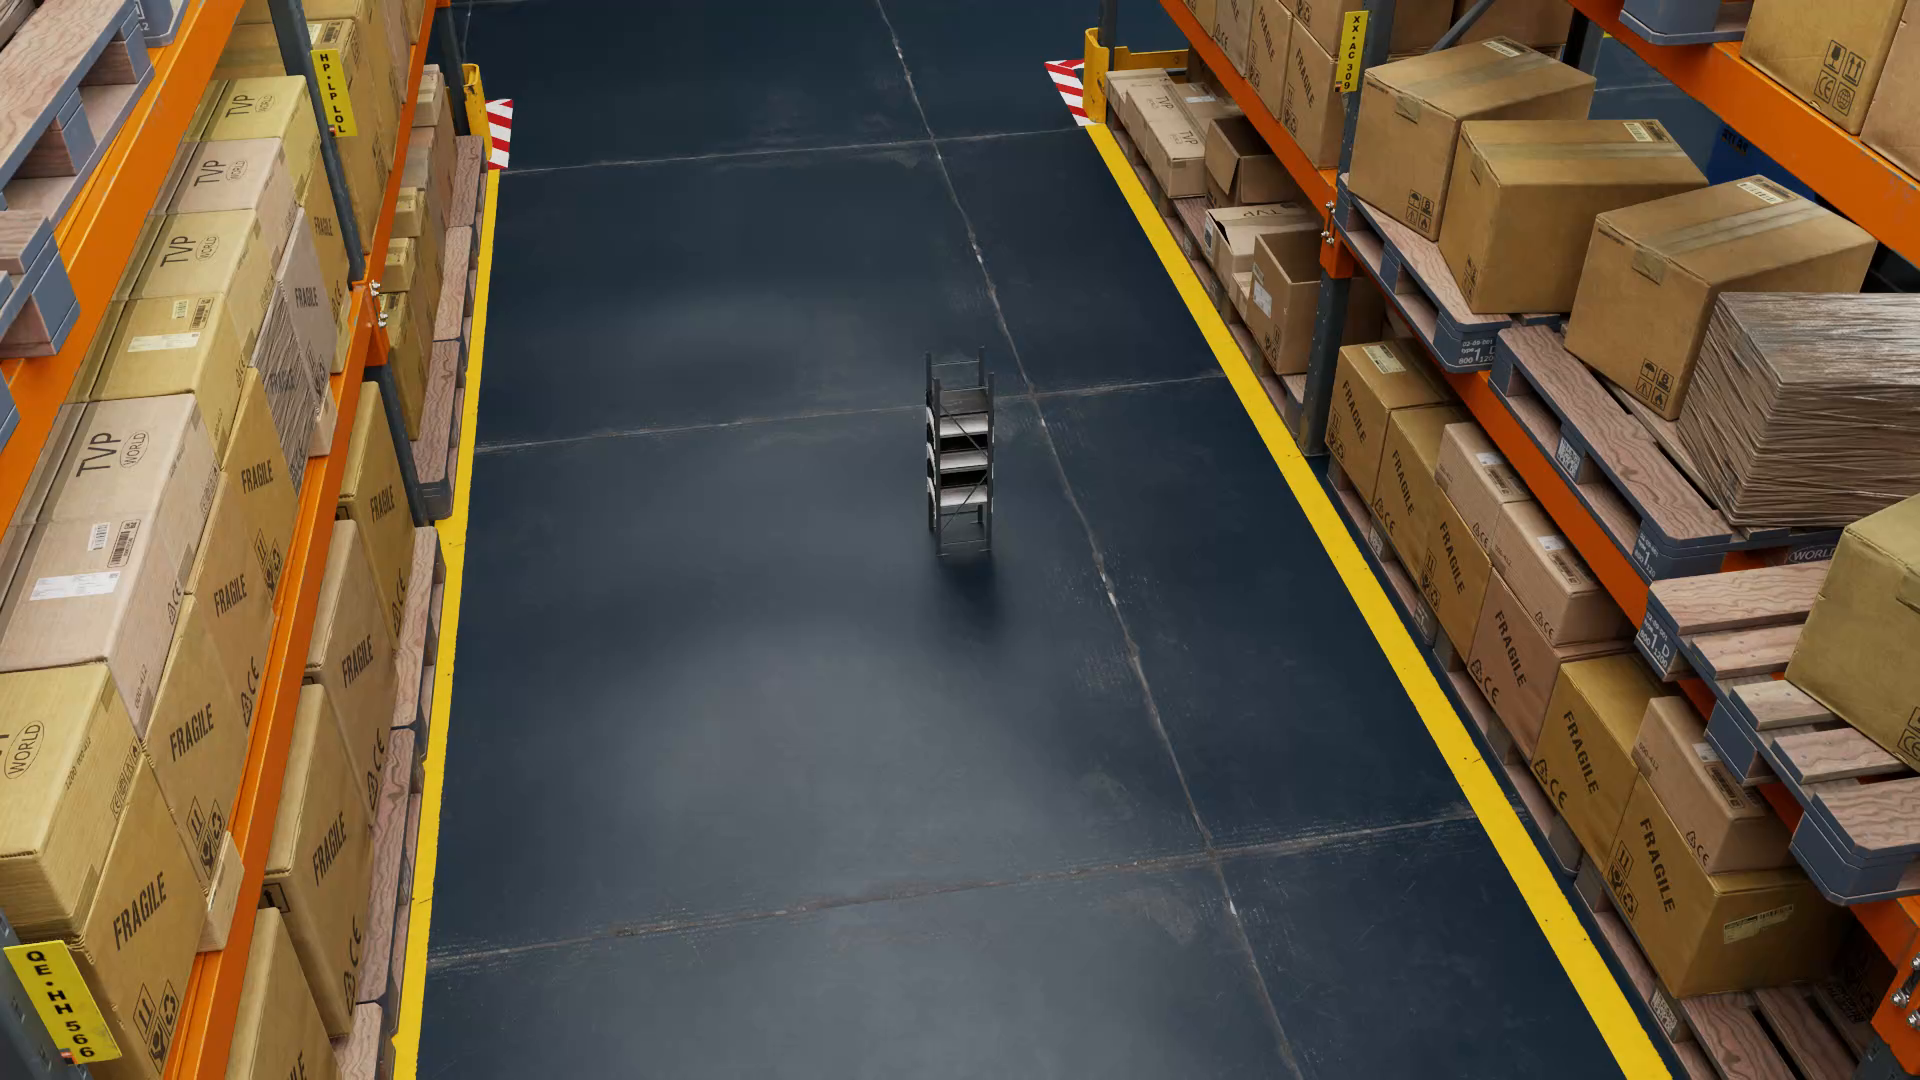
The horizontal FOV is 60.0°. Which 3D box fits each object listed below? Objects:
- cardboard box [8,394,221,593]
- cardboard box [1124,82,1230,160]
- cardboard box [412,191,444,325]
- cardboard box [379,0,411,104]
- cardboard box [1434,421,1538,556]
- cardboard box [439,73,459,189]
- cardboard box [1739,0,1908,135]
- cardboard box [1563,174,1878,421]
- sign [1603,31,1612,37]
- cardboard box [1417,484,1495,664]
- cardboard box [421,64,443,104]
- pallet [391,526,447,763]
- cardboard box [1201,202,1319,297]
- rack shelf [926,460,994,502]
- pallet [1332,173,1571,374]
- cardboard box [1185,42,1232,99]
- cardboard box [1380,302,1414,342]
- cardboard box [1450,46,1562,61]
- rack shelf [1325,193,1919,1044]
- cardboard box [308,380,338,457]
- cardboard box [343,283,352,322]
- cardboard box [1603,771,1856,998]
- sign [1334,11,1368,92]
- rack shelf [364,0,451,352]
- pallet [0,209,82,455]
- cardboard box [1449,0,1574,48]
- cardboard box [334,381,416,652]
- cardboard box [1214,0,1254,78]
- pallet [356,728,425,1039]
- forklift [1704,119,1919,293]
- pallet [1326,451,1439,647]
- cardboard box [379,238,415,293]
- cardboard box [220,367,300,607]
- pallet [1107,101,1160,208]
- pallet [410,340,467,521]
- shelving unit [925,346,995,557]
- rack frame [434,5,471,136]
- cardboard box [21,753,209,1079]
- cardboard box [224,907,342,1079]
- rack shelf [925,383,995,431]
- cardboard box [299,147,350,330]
[{"bbox_3d":[-2.102,-0.092,3.972,0.500,0.250,0.500,-6,38,-8],"label":"cardboard box"},{"bbox_3d":[1.287,-2.497,9.901,0.500,0.250,0.500,-6,38,-8],"label":"cardboard box"},{"bbox_3d":[-2.994,-1.374,8.269,0.700,0.500,0.500,-5,38,-7],"label":"cardboard box"},{"bbox_3d":[-3.130,-2.446,7.710,0.980,0.700,0.700,-8,39,-10],"label":"cardboard box"},{"bbox_3d":[2.105,-0.214,6.148,0.500,0.250,0.500,-6,38,-8],"label":"cardboard box"},{"bbox_3d":[-3.271,-2.301,9.463,0.700,0.500,0.500,-6,38,-8],"label":"cardboard box"},{"bbox_3d":[2.496,-1.344,4.008,0.910,0.500,0.500,-6,38,-8],"label":"cardboard box"},{"bbox_3d":[2.456,-0.799,5.409,0.700,0.500,0.500,-16,41,-19],"label":"cardboard box"},{"bbox_3d":[2.631,-2.173,6.658,0.100,0.325,0.005,-6,38,-8],"label":"sign"},{"bbox_3d":[2.115,0.102,6.353,0.500,0.500,0.500,-6,38,-7],"label":"cardboard box"},{"bbox_3d":[-3.069,-2.500,9.189,0.380,0.149,0.250,-7,38,-8],"label":"cardboard box"},{"bbox_3d":[-2.582,0.440,6.511,1.003,0.211,1.213,-6,38,-8],"label":"pallet"},{"bbox_3d":[1.574,-1.532,8.610,0.500,0.311,0.500,-6,38,-8],"label":"cardboard box"},{"bbox_3d":[-0.001,-0.263,7.056,0.258,0.077,0.200,-6,38,-8],"label":"rack shelf"},{"bbox_3d":[2.118,-1.084,6.356,1.003,0.211,1.213,-6,38,-8],"label":"pallet"},{"bbox_3d":[1.722,-2.954,10.287,0.500,0.500,0.500,-6,38,-8],"label":"cardboard box"},{"bbox_3d":[2.224,-1.043,7.980,0.500,0.311,0.500,-6,38,-8],"label":"cardboard box"},{"bbox_3d":[2.264,-2.030,7.337,0.500,0.500,0.500,-5,38,-7],"label":"cardboard box"},{"bbox_3d":[2.436,-0.162,5.600,1.077,0.370,4.000,-6,38,-8],"label":"rack shelf"},{"bbox_3d":[-2.281,-0.389,5.494,0.380,0.149,0.250,-6,38,-8],"label":"cardboard box"},{"bbox_3d":[-2.453,-0.854,6.092,0.380,0.149,0.250,-6,38,-8],"label":"cardboard box"},{"bbox_3d":[2.391,1.036,5.150,0.500,0.500,0.500,-5,38,-6],"label":"cardboard box"},{"bbox_3d":[1.552,-1.933,6.587,0.100,0.325,0.005,-6,38,-8],"label":"sign"},{"bbox_3d":[-3.142,-2.043,8.021,1.077,0.370,4.000,-6,38,-8],"label":"rack shelf"},{"bbox_3d":[-2.255,-0.196,2.766,1.213,0.211,1.003,-5,38,-6],"label":"pallet"},{"bbox_3d":[2.279,-2.403,7.002,0.500,0.500,0.500,-5,38,-7],"label":"cardboard box"},{"bbox_3d":[-2.549,-0.057,6.288,0.750,0.750,0.750,-6,38,-7],"label":"cardboard box"},{"bbox_3d":[1.561,-2.589,8.056,0.500,0.500,0.500,-5,38,-7],"label":"cardboard box"},{"bbox_3d":[-2.365,1.179,5.561,1.003,0.211,1.213,-6,38,-8],"label":"pallet"},{"bbox_3d":[4.657,-1.723,7.078,1.130,2.935,3.031,-8,39,-10],"label":"forklift"},{"bbox_3d":[2.265,-0.065,7.162,1.003,0.211,1.213,-6,38,-8],"label":"pallet"},{"bbox_3d":[-2.702,-1.243,7.571,0.380,0.149,0.250,-5,38,-6],"label":"cardboard box"},{"bbox_3d":[-2.191,-0.119,4.618,0.500,0.500,0.500,-5,38,-7],"label":"cardboard box"},{"bbox_3d":[1.538,-2.441,10.220,1.003,0.211,1.213,-6,38,-8],"label":"pallet"},{"bbox_3d":[-2.848,-0.485,7.703,1.003,0.211,1.213,-6,38,-8],"label":"pallet"},{"bbox_3d":[-0.001,-0.360,6.980,0.258,0.900,0.210,-6,38,-8],"label":"shelving unit"},{"bbox_3d":[-3.493,-3.535,9.355,1.000,3.000,0.127,-6,38,-8],"label":"rack frame"},{"bbox_3d":[-1.923,0.812,3.420,0.500,0.500,0.500,-5,38,-7],"label":"cardboard box"},{"bbox_3d":[-2.090,1.522,4.256,0.750,0.750,0.750,-7,38,-9],"label":"cardboard box"},{"bbox_3d":[-0.001,-0.547,6.835,0.258,0.077,0.200,-6,38,-8],"label":"rack shelf"},{"bbox_3d":[-2.462,-1.032,5.793,0.500,0.500,0.500,-7,38,-9],"label":"cardboard box"}]
